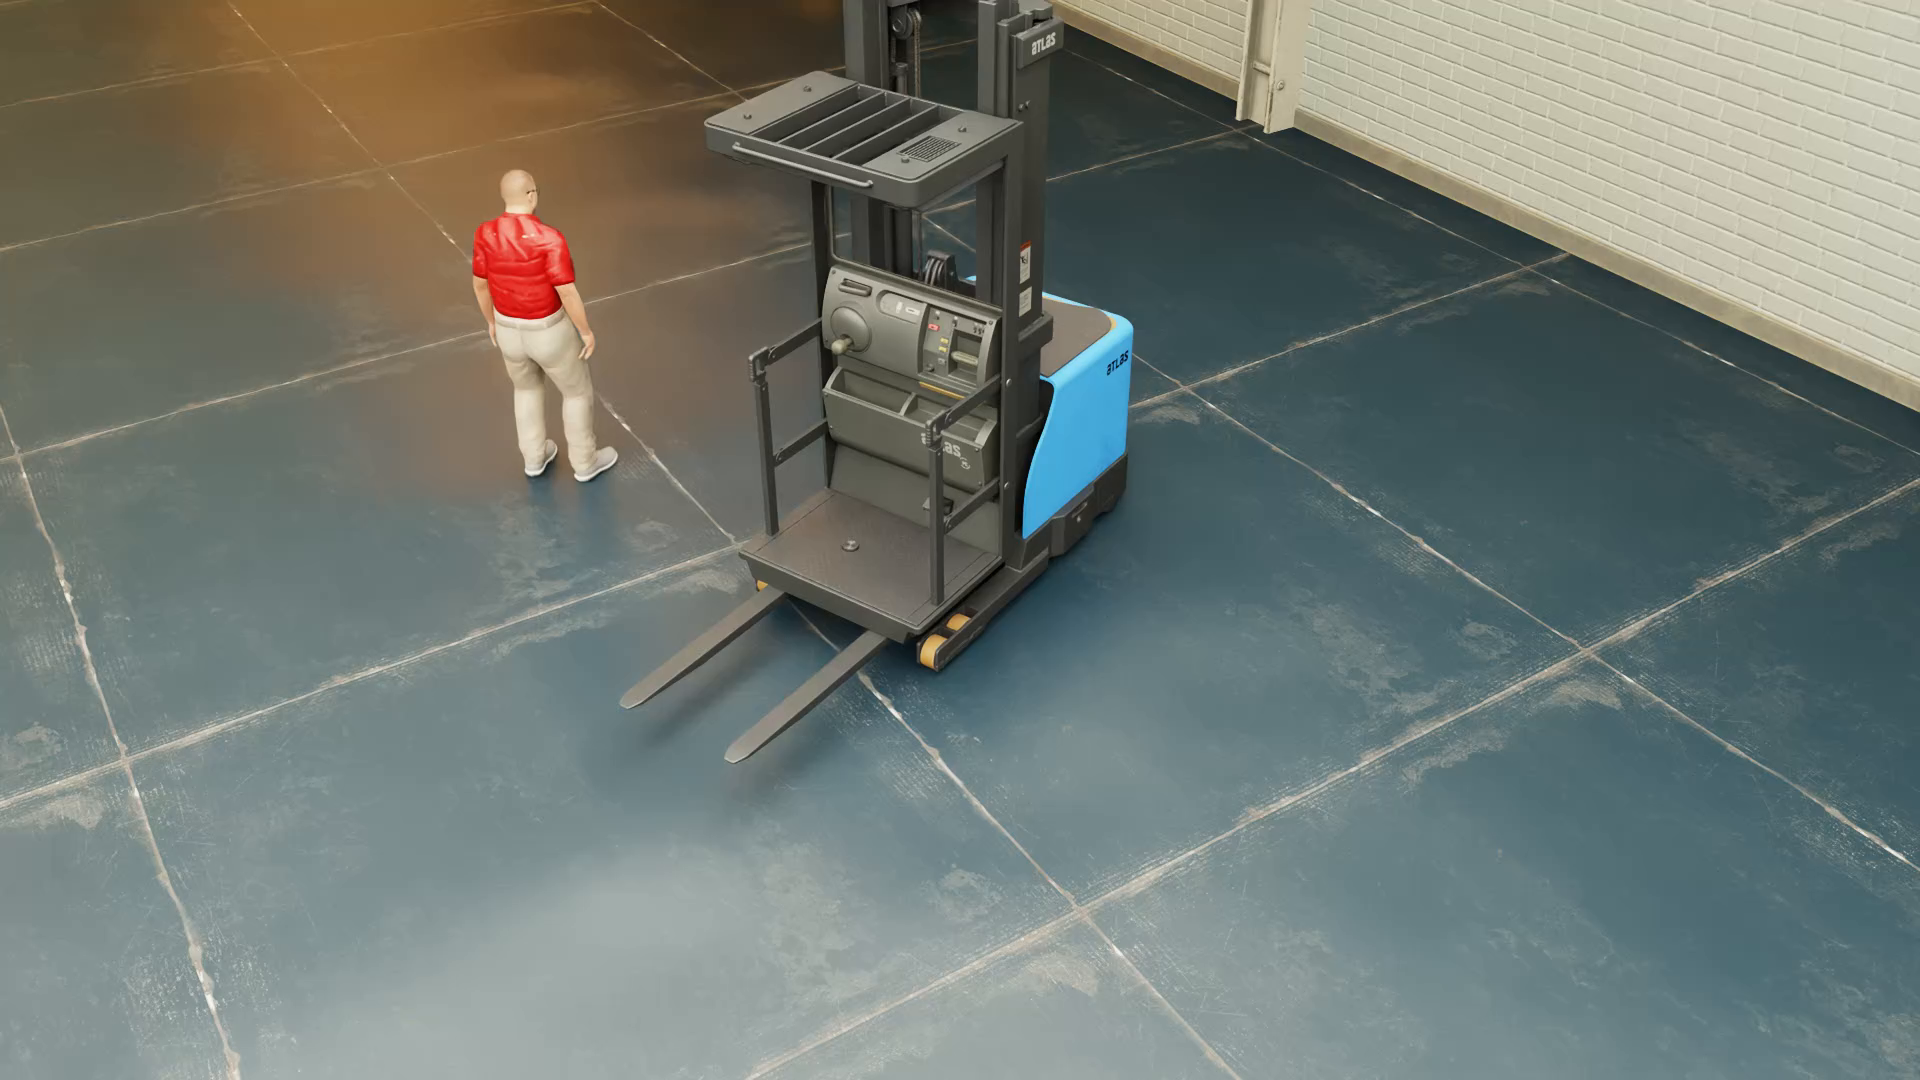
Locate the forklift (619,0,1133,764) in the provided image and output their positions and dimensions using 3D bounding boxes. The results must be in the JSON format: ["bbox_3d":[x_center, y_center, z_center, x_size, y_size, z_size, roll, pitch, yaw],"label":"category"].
[{"bbox_3d":[-0.359,-0.903,7.433,1.130,2.935,3.031,22,41,28],"label":"forklift"}]

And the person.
[{"bbox_3d":[-2.220,-1.111,8.777,0.599,1.725,0.402,9,36,12],"label":"person"}]
